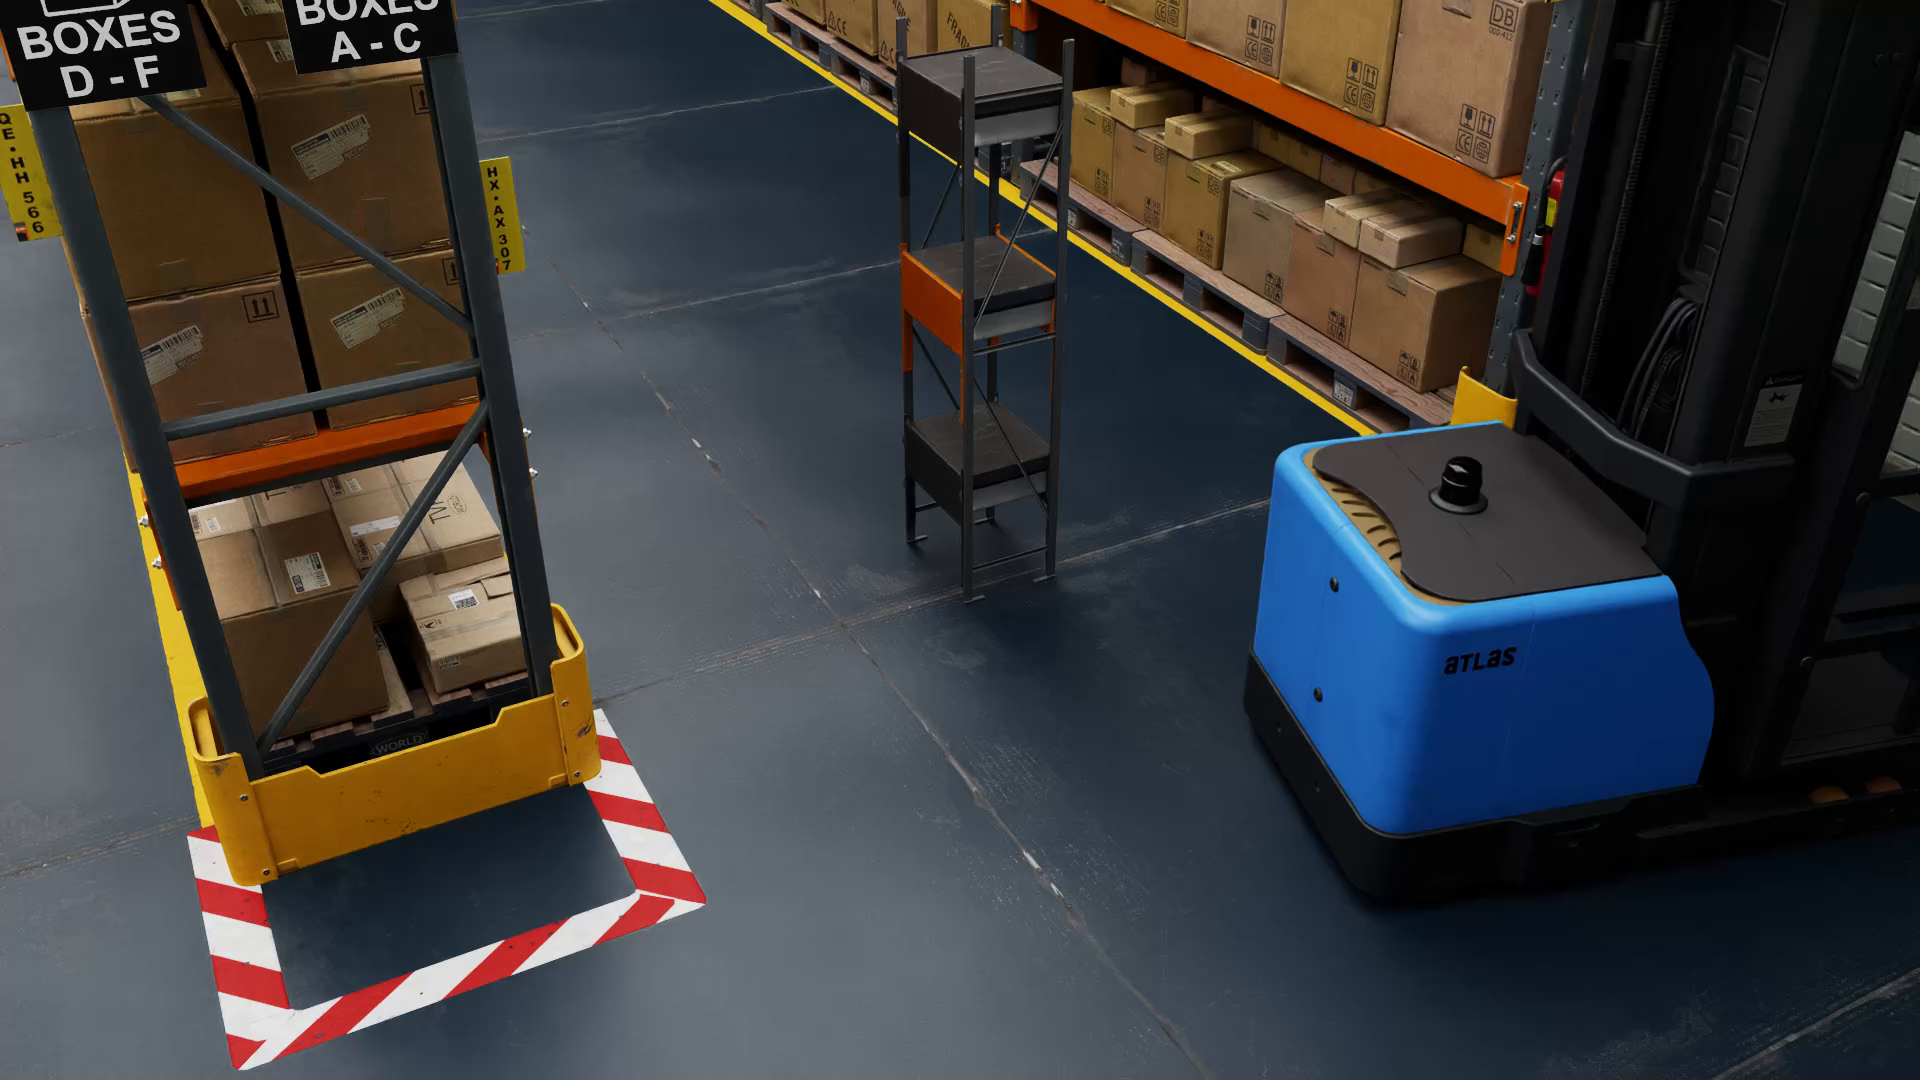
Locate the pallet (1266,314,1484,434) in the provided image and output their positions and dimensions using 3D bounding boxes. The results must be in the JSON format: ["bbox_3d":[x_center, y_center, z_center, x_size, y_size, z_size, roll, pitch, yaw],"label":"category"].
[{"bbox_3d":[2.201,-0.817,7.829,1.003,0.211,1.213,-16,36,-23],"label":"pallet"}]

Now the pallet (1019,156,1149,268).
[{"bbox_3d":[1.064,-1.981,9.647,1.003,0.211,1.213,-16,36,-23],"label":"pallet"}]

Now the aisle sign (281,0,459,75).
[{"bbox_3d":[-1.446,-1.517,3.928,0.394,0.787,0.004,-16,36,-23],"label":"aisle sign"}]

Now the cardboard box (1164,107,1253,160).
[{"bbox_3d":[1.278,-2.094,8.565,0.380,0.149,0.250,-17,36,-24],"label":"cardboard box"}]

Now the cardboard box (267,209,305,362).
[{"bbox_3d":[-1.956,-0.946,5.354,0.500,0.500,0.500,-16,36,-24],"label":"cardboard box"}]

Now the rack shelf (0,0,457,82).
[{"bbox_3d":[-2.670,-2.296,5.439,1.077,0.370,4.000,-16,36,-23],"label":"rack shelf"}]

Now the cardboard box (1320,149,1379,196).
[{"bbox_3d":[1.991,-1.808,8.119,0.380,0.149,0.250,-15,36,-22],"label":"cardboard box"}]

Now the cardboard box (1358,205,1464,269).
[{"bbox_3d":[2.008,-1.351,7.405,0.380,0.149,0.250,-16,36,-24],"label":"cardboard box"}]

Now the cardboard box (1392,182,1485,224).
[{"bbox_3d":[2.227,-1.568,7.743,0.380,0.149,0.250,-16,36,-23],"label":"cardboard box"}]

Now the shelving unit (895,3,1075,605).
[{"bbox_3d":[0.077,-0.805,6.060,0.431,2.100,0.503,-16,36,-23],"label":"shelving unit"}]

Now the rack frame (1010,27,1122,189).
[{"bbox_3d":[0.778,-3.538,9.492,1.000,3.000,0.127,-16,36,-23],"label":"rack frame"}]

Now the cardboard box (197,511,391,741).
[{"bbox_3d":[-2.209,0.288,5.429,0.500,0.500,0.500,-16,36,-23],"label":"cardboard box"}]

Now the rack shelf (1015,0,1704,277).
[{"bbox_3d":[1.711,-2.281,8.196,1.077,0.370,4.000,-16,36,-23],"label":"rack shelf"}]

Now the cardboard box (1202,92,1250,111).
[{"bbox_3d":[1.515,-2.295,8.879,0.380,0.149,0.250,-17,36,-25],"label":"cardboard box"}]

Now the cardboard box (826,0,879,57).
[{"bbox_3d":[-0.457,-3.915,11.684,0.750,0.750,0.750,-16,36,-23],"label":"cardboard box"}]

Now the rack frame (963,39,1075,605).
[{"bbox_3d":[0.191,-0.689,5.878,0.400,2.100,0.015,-16,36,-23],"label":"rack frame"}]

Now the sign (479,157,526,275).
[{"bbox_3d":[-1.257,-0.882,4.544,0.100,0.325,0.005,-16,36,-23],"label":"sign"}]

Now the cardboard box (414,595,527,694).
[{"bbox_3d":[-1.628,0.348,5.662,0.380,0.149,0.250,-16,36,-23],"label":"cardboard box"}]

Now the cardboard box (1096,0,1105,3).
[{"bbox_3d":[1.017,-3.401,9.000,0.980,0.700,0.700,-15,36,-22],"label":"cardboard box"}]

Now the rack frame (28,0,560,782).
[{"bbox_3d":[-1.737,-0.381,4.565,1.000,3.000,0.127,-16,36,-23],"label":"rack frame"}]

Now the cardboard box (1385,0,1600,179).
[{"bbox_3d":[2.397,-1.996,6.807,0.980,0.700,0.700,-14,35,-21],"label":"cardboard box"}]

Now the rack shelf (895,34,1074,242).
[{"bbox_3d":[0.077,-1.383,5.690,0.431,0.518,0.480,-16,36,-23],"label":"rack shelf"}]

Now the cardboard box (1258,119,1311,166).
[{"bbox_3d":[1.754,-2.052,8.498,0.380,0.149,0.250,-17,36,-24],"label":"cardboard box"}]

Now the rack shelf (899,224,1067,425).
[{"bbox_3d":[0.077,-0.794,6.068,0.431,0.518,0.480,-16,36,-23],"label":"rack shelf"}]

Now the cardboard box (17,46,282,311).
[{"bbox_3d":[-2.188,-0.988,4.492,0.500,0.500,0.500,-16,36,-24],"label":"cardboard box"}]

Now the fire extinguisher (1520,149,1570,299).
[{"bbox_3d":[2.306,-1.251,6.340,0.296,0.674,0.183,-16,36,-23],"label":"fire extinguisher"}]

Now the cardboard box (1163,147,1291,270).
[{"bbox_3d":[1.505,-1.794,8.697,0.700,0.500,0.500,-15,36,-22],"label":"cardboard box"}]

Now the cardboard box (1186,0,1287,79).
[{"bbox_3d":[1.700,-2.707,7.916,0.980,0.700,0.700,-18,37,-25],"label":"cardboard box"}]

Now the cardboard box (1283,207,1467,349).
[{"bbox_3d":[1.995,-1.301,7.928,0.700,0.500,0.500,-16,36,-23],"label":"cardboard box"}]

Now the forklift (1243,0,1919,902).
[{"bbox_3d":[2.547,-0.562,4.910,3.031,2.935,1.130,-7,33,-11],"label":"forklift"}]

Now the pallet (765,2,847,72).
[{"bbox_3d":[-0.786,-3.878,12.607,1.003,0.211,1.213,-16,36,-23],"label":"pallet"}]

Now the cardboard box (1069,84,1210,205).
[{"bbox_3d":[1.036,-2.280,9.456,0.700,0.500,0.500,-15,36,-23],"label":"cardboard box"}]

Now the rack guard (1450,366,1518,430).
[{"bbox_3d":[2.655,-0.565,7.169,1.175,0.500,0.348,-16,36,-23],"label":"rack guard"}]

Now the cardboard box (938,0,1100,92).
[{"bbox_3d":[0.360,-3.087,10.392,0.750,0.750,0.750,-15,36,-23],"label":"cardboard box"}]

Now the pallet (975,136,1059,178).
[{"bbox_3d":[0.352,-2.713,10.789,1.003,0.211,1.213,-16,36,-23],"label":"pallet"}]

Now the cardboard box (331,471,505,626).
[{"bbox_3d":[-1.973,0.022,6.077,0.500,0.250,0.500,-16,36,-23],"label":"cardboard box"}]

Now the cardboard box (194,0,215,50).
[{"bbox_3d":[-2.190,-1.610,5.463,0.500,0.500,0.500,-15,36,-22],"label":"cardboard box"}]

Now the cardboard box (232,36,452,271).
[{"bbox_3d":[-1.711,-1.123,4.702,0.500,0.500,0.500,-15,35,-22],"label":"cardboard box"}]
